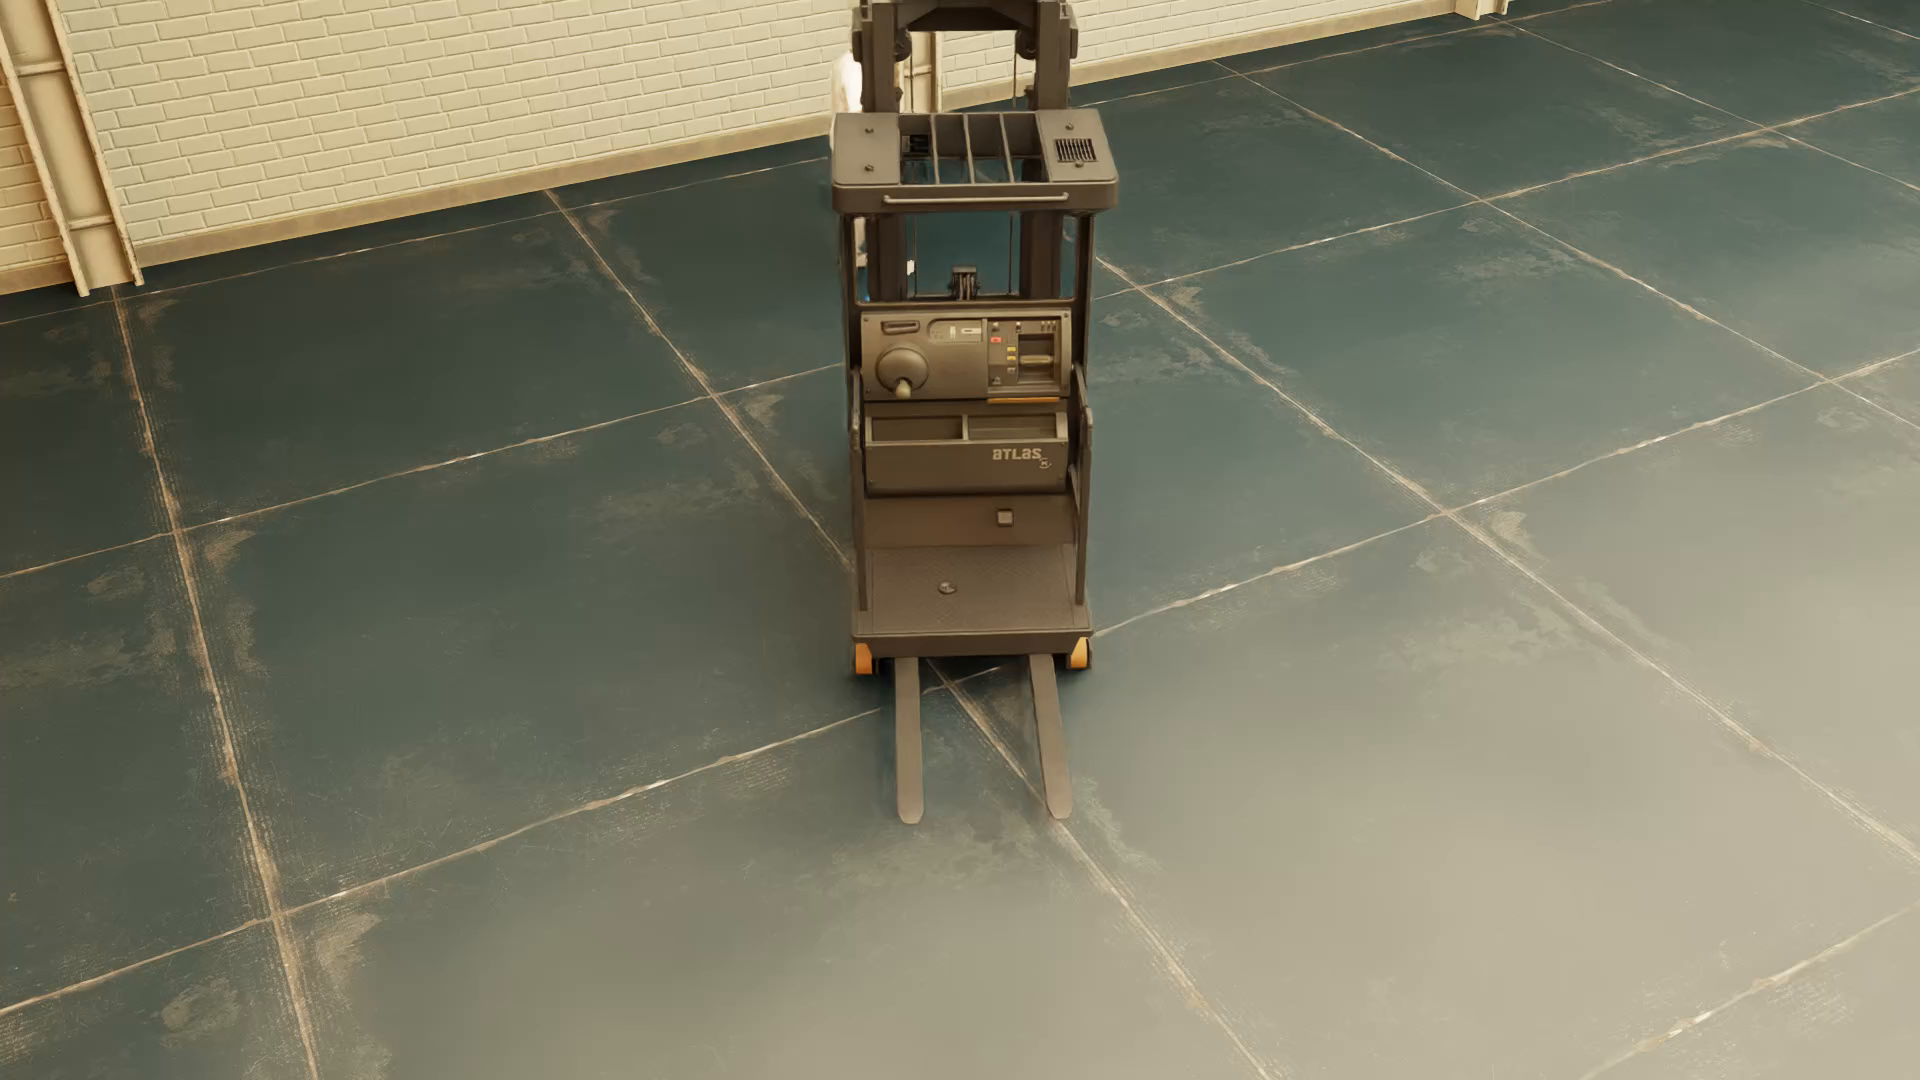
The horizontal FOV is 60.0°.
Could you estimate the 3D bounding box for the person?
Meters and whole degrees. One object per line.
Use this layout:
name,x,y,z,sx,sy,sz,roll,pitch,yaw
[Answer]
person,-0.584,-2.557,10.795,0.513,1.723,0.783,-14,38,-19

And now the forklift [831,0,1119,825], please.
forklift,0.040,-0.759,7.196,1.130,2.935,3.031,-1,35,-2
